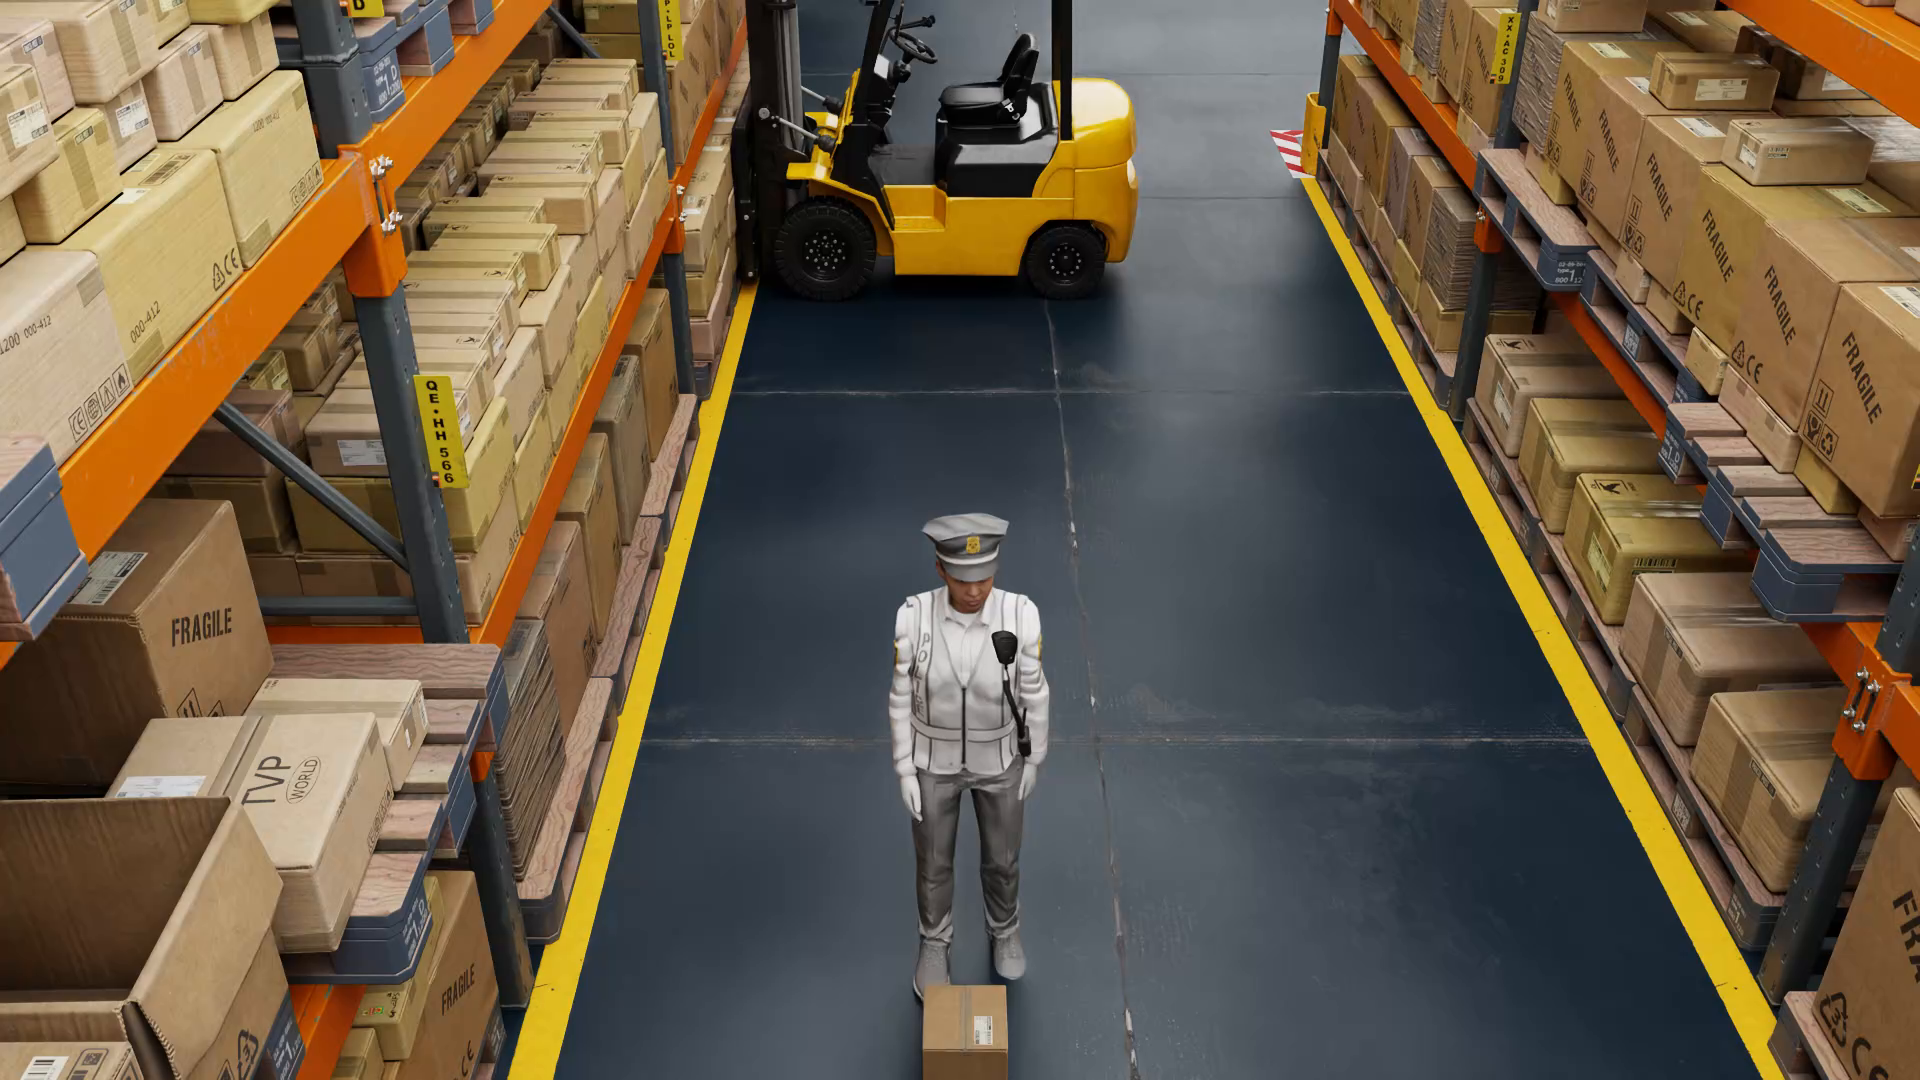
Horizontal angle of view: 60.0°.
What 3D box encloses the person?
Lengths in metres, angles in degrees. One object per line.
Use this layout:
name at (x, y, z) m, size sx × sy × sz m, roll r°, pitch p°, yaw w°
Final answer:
person at (0.026, 0.697, 5.032) m, size 0.478 × 1.736 × 0.375 m, roll 0°, pitch 32°, yaw 1°
